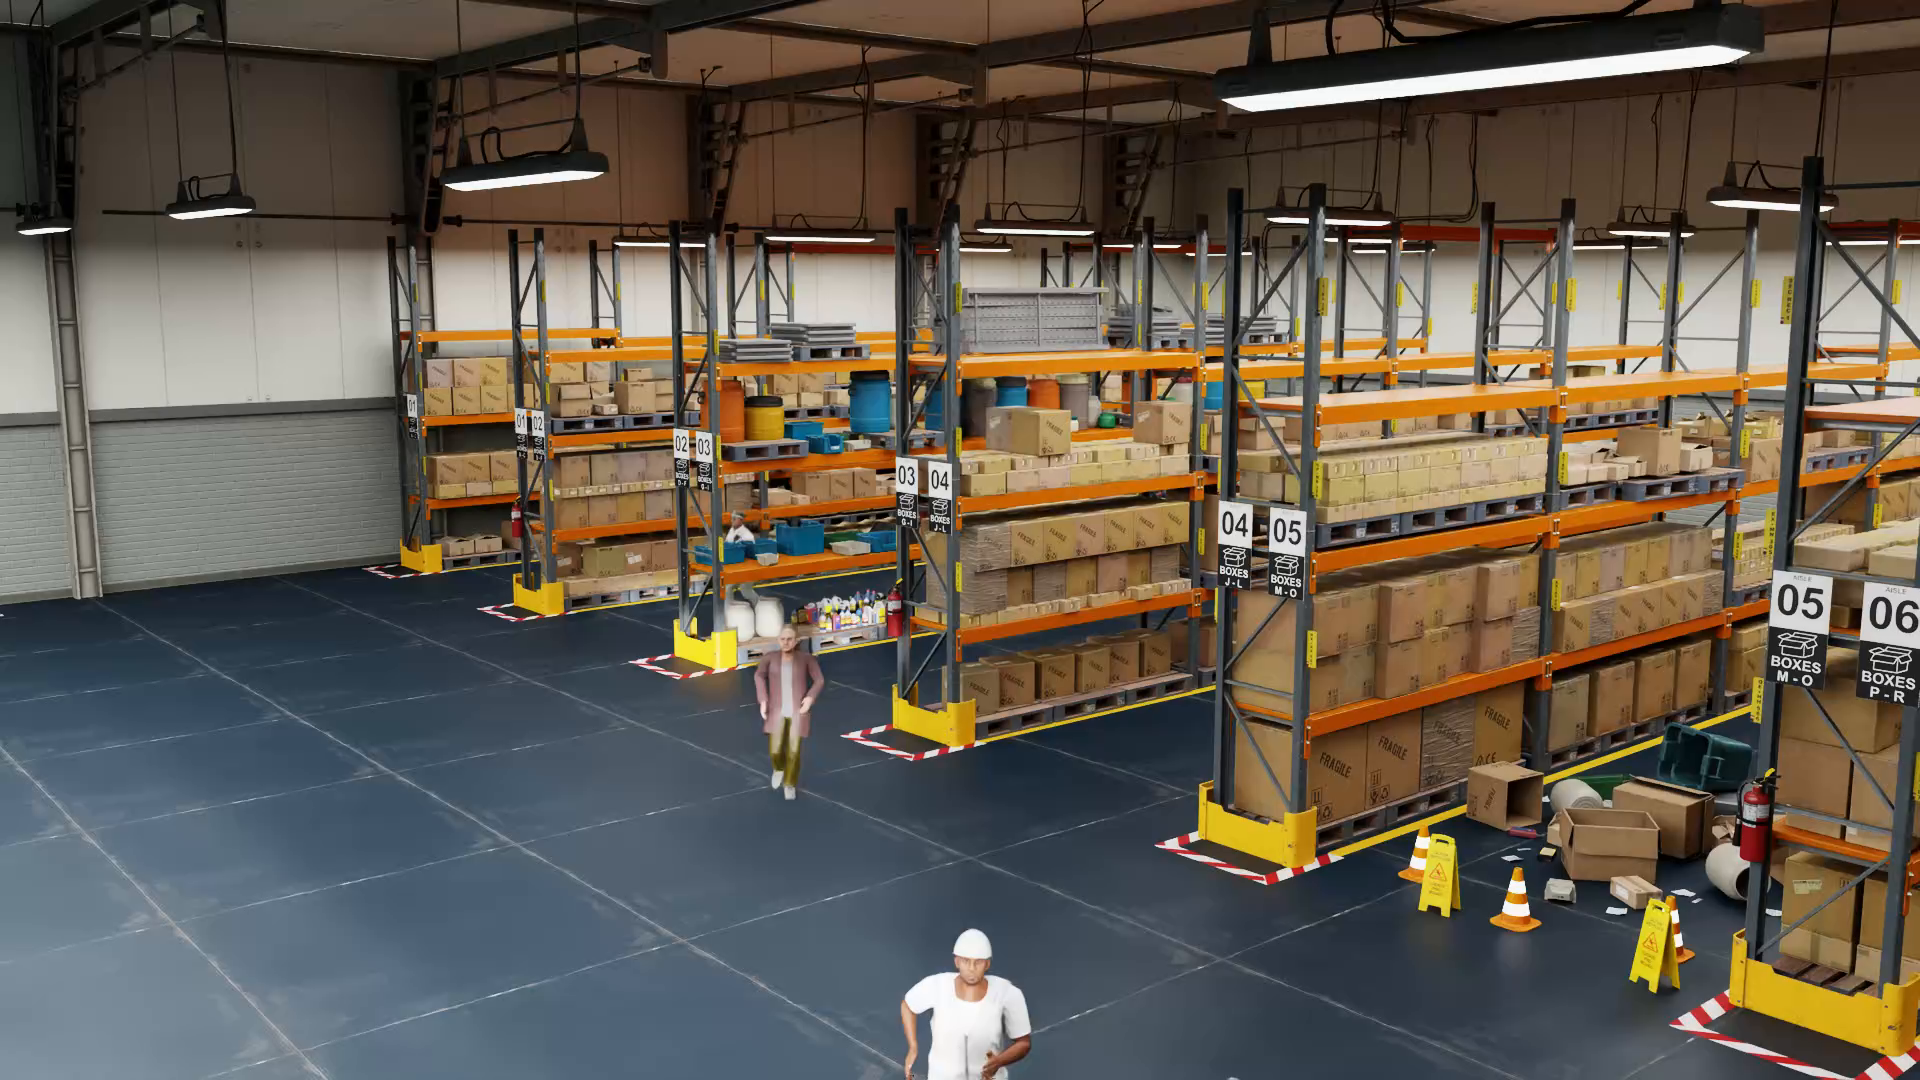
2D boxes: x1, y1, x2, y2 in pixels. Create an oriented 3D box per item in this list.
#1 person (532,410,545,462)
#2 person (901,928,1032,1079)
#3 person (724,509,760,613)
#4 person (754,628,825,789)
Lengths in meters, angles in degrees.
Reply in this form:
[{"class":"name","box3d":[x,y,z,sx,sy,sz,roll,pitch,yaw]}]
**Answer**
[{"class":"person","box3d":[-2.991,1.343,14.647,13.285,3.188,20.930,2,9,15]},{"class":"person","box3d":[0.038,2.907,8.919,0.692,1.671,0.660,-1,9,-4]},{"class":"person","box3d":[-3.303,0.361,25.134,0.665,1.685,0.752,8,12,44]},{"class":"person","box3d":[-1.721,1.814,16.767,0.725,1.478,0.573,0,9,-2]}]
